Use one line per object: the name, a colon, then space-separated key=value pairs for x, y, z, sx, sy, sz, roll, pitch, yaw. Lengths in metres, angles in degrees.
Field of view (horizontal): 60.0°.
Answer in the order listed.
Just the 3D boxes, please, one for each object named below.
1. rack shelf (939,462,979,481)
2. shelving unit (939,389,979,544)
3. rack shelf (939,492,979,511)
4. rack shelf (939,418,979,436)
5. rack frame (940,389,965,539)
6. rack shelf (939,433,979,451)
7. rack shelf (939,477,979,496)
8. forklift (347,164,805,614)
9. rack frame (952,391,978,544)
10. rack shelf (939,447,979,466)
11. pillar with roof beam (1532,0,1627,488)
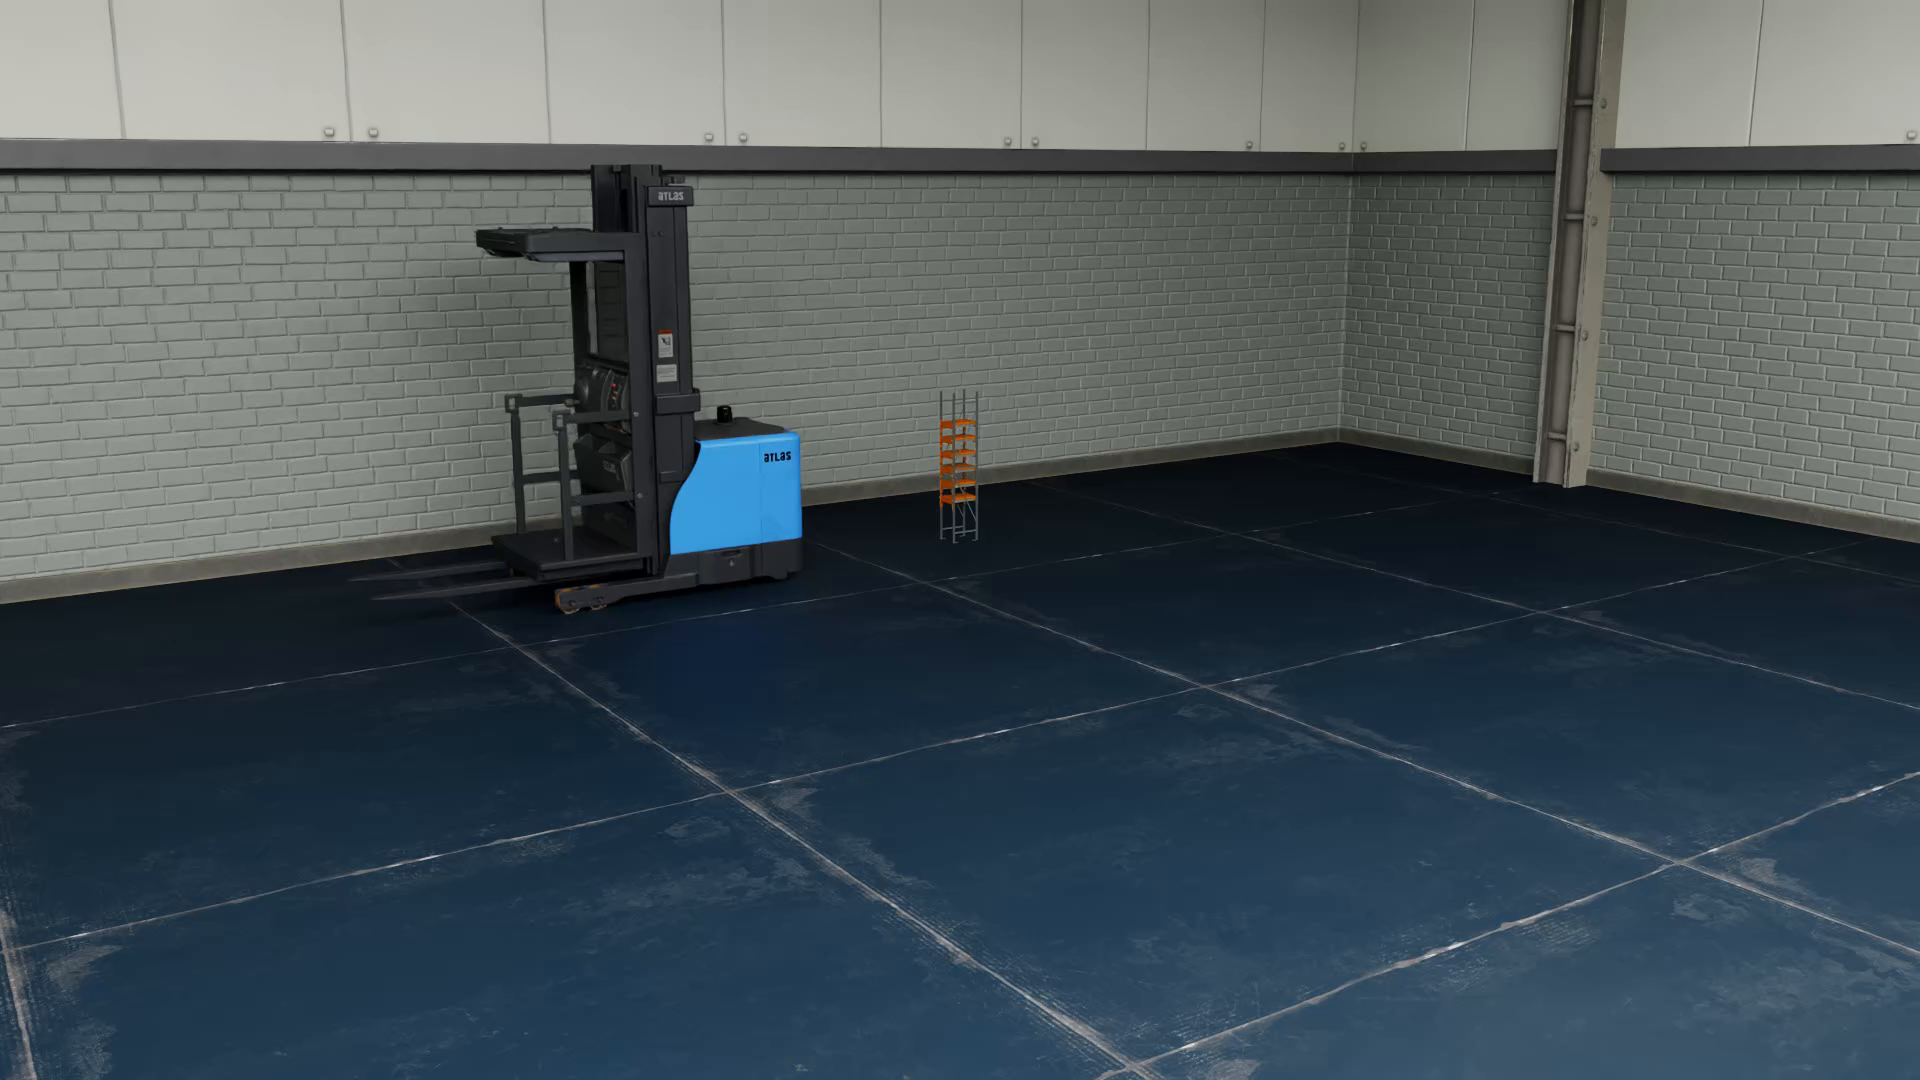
rack shelf: x=-0.008 y=-0.545 z=13.255 sx=0.258 sy=0.103 sz=0.180 roll=-8 pitch=15 yaw=-33
shelving unit: x=-0.008 y=-0.589 z=13.245 sx=0.258 sy=1.200 sz=0.189 roll=-8 pitch=15 yaw=-33
rack shelf: x=-0.008 y=-0.311 z=13.306 sx=0.258 sy=0.103 sz=0.180 roll=-8 pitch=15 yaw=-33
rack shelf: x=-0.008 y=-0.897 z=13.178 sx=0.258 sy=0.103 sz=0.180 roll=-8 pitch=15 yaw=-33
rack frame: x=-0.059 y=-0.605 z=13.320 sx=0.240 sy=1.200 sz=0.006 roll=-8 pitch=15 yaw=-33
rack shelf: x=-0.008 y=-0.780 z=13.204 sx=0.258 sy=0.103 sz=0.180 roll=-8 pitch=15 yaw=-33
rack shelf: x=-0.008 y=-0.428 z=13.280 sx=0.258 sy=0.103 sz=0.180 roll=-8 pitch=15 yaw=-33
forklift: x=-2.645 y=-1.068 z=11.383 sx=3.031 sy=2.935 sz=1.130 roll=-8 pitch=15 yaw=-32
rack frame: x=0.043 y=-0.572 z=13.171 sx=0.240 sy=1.200 sz=0.006 roll=-8 pitch=15 yaw=-33
rack shelf: x=-0.008 y=-0.663 z=13.229 sx=0.258 sy=0.103 sz=0.180 roll=-8 pitch=15 yaw=-33
pillar with roof beam: x=2.131 y=-4.429 z=12.552 sx=9.100 sy=9.000 sz=0.400 roll=-8 pitch=15 yaw=-33
